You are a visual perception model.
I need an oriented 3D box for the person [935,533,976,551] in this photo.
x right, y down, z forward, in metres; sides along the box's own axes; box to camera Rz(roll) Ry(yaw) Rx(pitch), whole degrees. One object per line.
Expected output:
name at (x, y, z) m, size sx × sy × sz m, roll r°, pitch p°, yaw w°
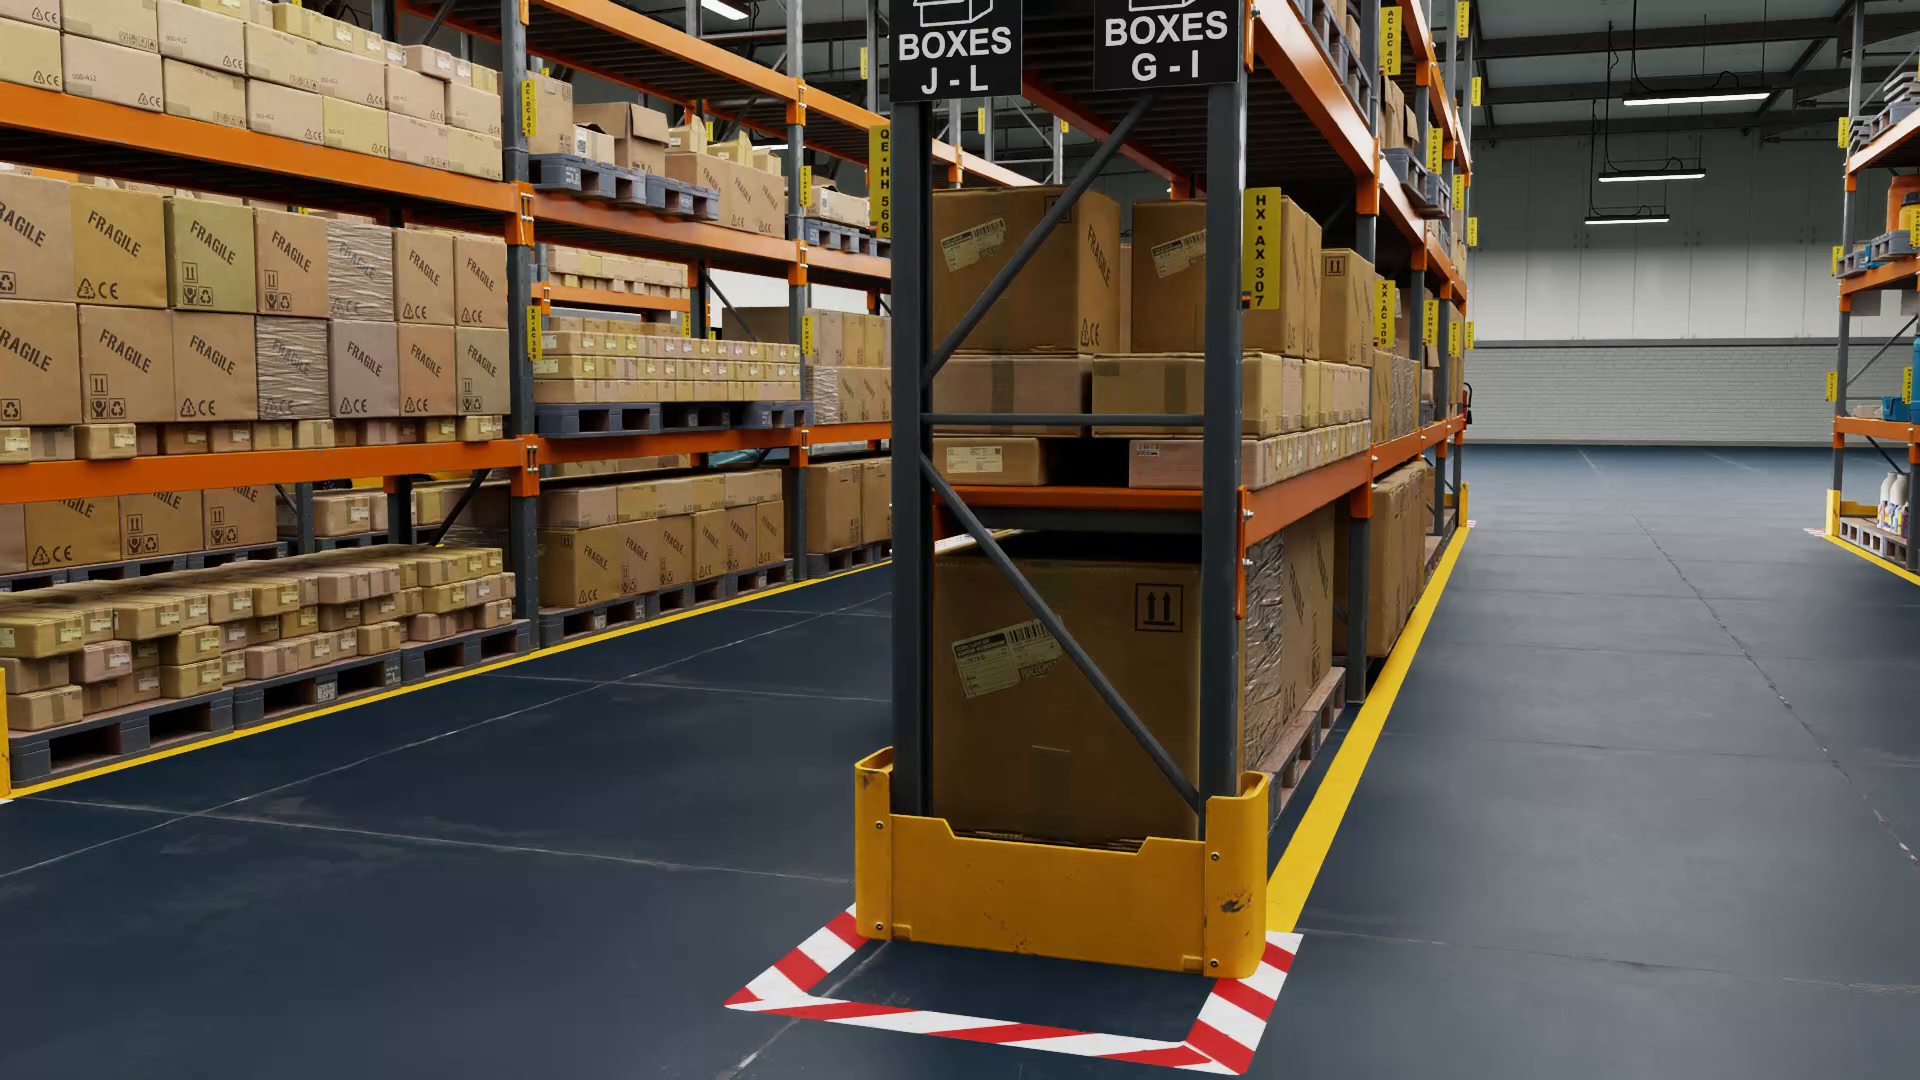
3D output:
person at (-0.057, 0.368, 8.660) m, size 0.567 × 0.909 × 0.884 m, roll 2°, pitch 5°, yaw 19°
